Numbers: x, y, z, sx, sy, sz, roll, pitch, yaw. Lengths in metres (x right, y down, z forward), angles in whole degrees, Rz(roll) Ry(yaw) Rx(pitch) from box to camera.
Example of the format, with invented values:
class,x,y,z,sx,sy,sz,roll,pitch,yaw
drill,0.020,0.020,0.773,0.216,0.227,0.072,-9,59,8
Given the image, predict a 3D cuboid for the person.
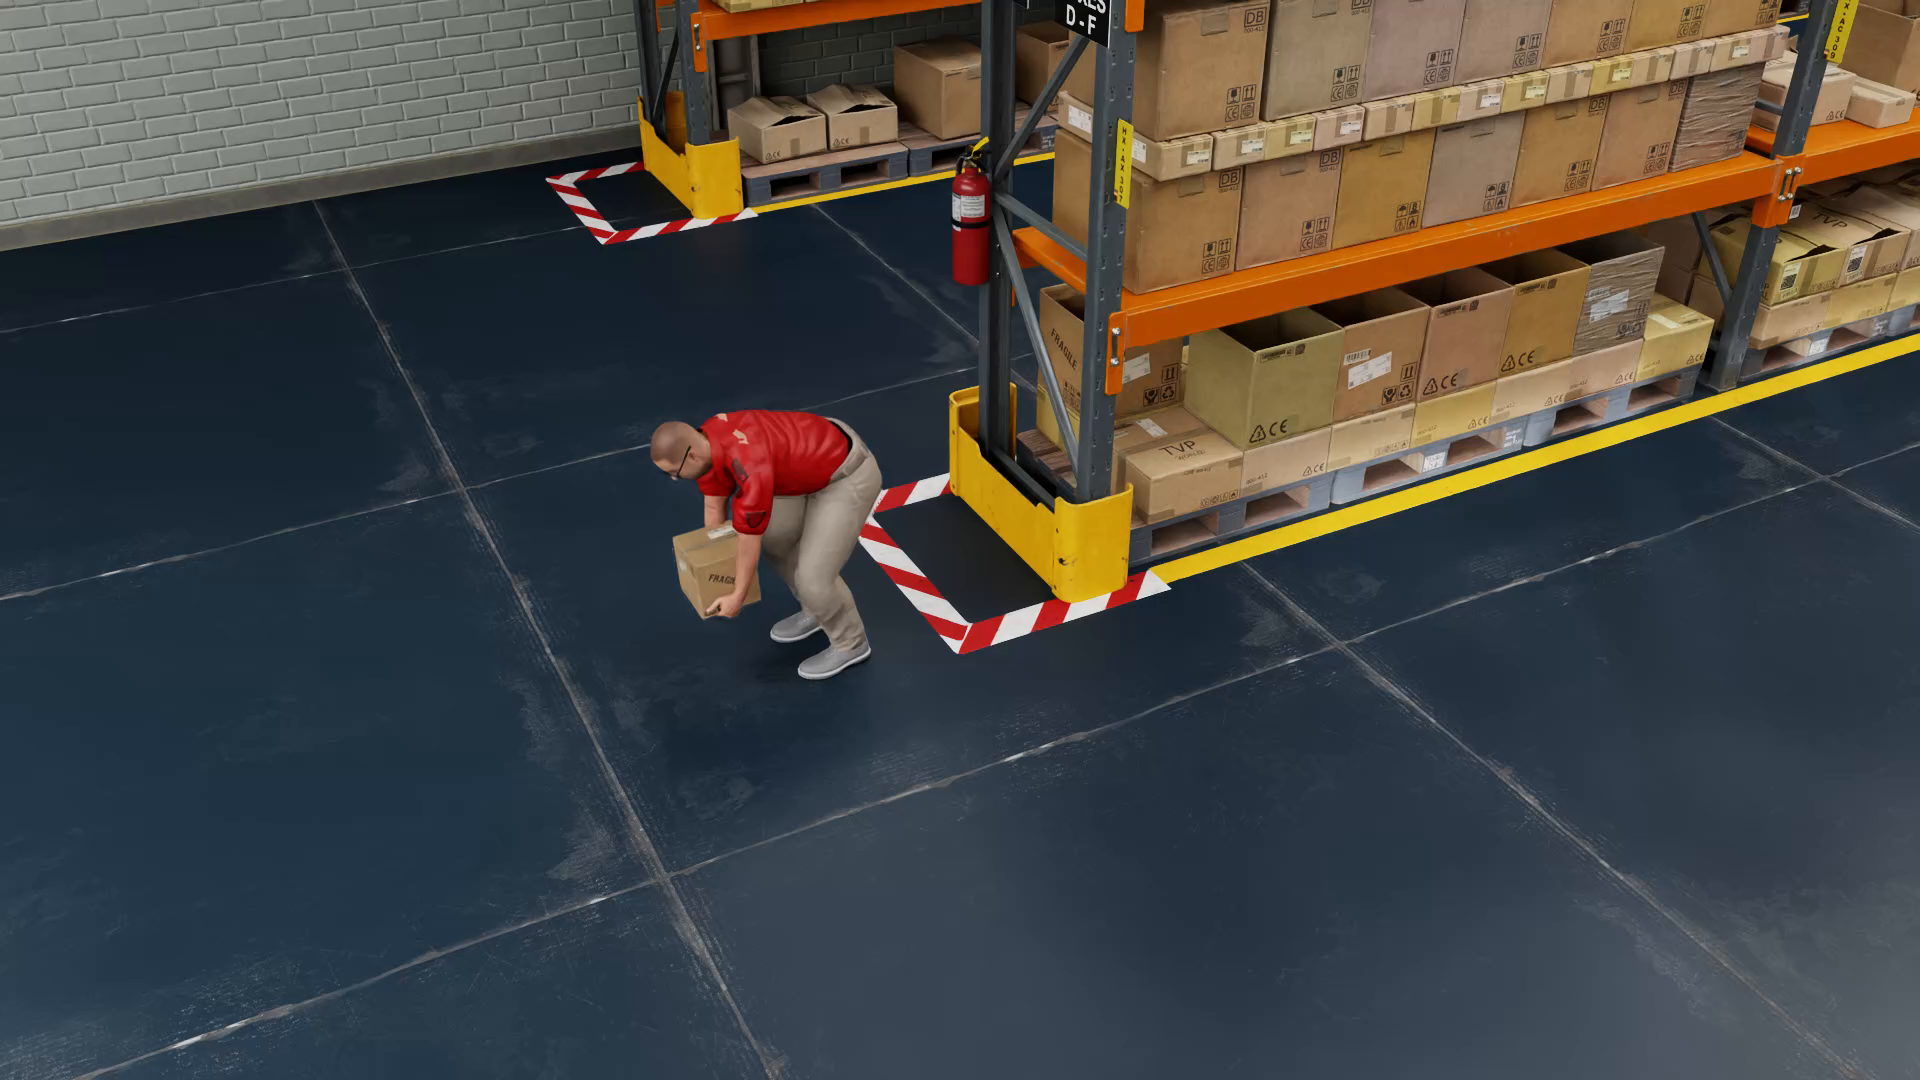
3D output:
class,x,y,z,sx,sy,sz,roll,pitch,yaw
person,-0.756,-0.015,6.629,0.915,1.243,0.506,-17,37,-25
